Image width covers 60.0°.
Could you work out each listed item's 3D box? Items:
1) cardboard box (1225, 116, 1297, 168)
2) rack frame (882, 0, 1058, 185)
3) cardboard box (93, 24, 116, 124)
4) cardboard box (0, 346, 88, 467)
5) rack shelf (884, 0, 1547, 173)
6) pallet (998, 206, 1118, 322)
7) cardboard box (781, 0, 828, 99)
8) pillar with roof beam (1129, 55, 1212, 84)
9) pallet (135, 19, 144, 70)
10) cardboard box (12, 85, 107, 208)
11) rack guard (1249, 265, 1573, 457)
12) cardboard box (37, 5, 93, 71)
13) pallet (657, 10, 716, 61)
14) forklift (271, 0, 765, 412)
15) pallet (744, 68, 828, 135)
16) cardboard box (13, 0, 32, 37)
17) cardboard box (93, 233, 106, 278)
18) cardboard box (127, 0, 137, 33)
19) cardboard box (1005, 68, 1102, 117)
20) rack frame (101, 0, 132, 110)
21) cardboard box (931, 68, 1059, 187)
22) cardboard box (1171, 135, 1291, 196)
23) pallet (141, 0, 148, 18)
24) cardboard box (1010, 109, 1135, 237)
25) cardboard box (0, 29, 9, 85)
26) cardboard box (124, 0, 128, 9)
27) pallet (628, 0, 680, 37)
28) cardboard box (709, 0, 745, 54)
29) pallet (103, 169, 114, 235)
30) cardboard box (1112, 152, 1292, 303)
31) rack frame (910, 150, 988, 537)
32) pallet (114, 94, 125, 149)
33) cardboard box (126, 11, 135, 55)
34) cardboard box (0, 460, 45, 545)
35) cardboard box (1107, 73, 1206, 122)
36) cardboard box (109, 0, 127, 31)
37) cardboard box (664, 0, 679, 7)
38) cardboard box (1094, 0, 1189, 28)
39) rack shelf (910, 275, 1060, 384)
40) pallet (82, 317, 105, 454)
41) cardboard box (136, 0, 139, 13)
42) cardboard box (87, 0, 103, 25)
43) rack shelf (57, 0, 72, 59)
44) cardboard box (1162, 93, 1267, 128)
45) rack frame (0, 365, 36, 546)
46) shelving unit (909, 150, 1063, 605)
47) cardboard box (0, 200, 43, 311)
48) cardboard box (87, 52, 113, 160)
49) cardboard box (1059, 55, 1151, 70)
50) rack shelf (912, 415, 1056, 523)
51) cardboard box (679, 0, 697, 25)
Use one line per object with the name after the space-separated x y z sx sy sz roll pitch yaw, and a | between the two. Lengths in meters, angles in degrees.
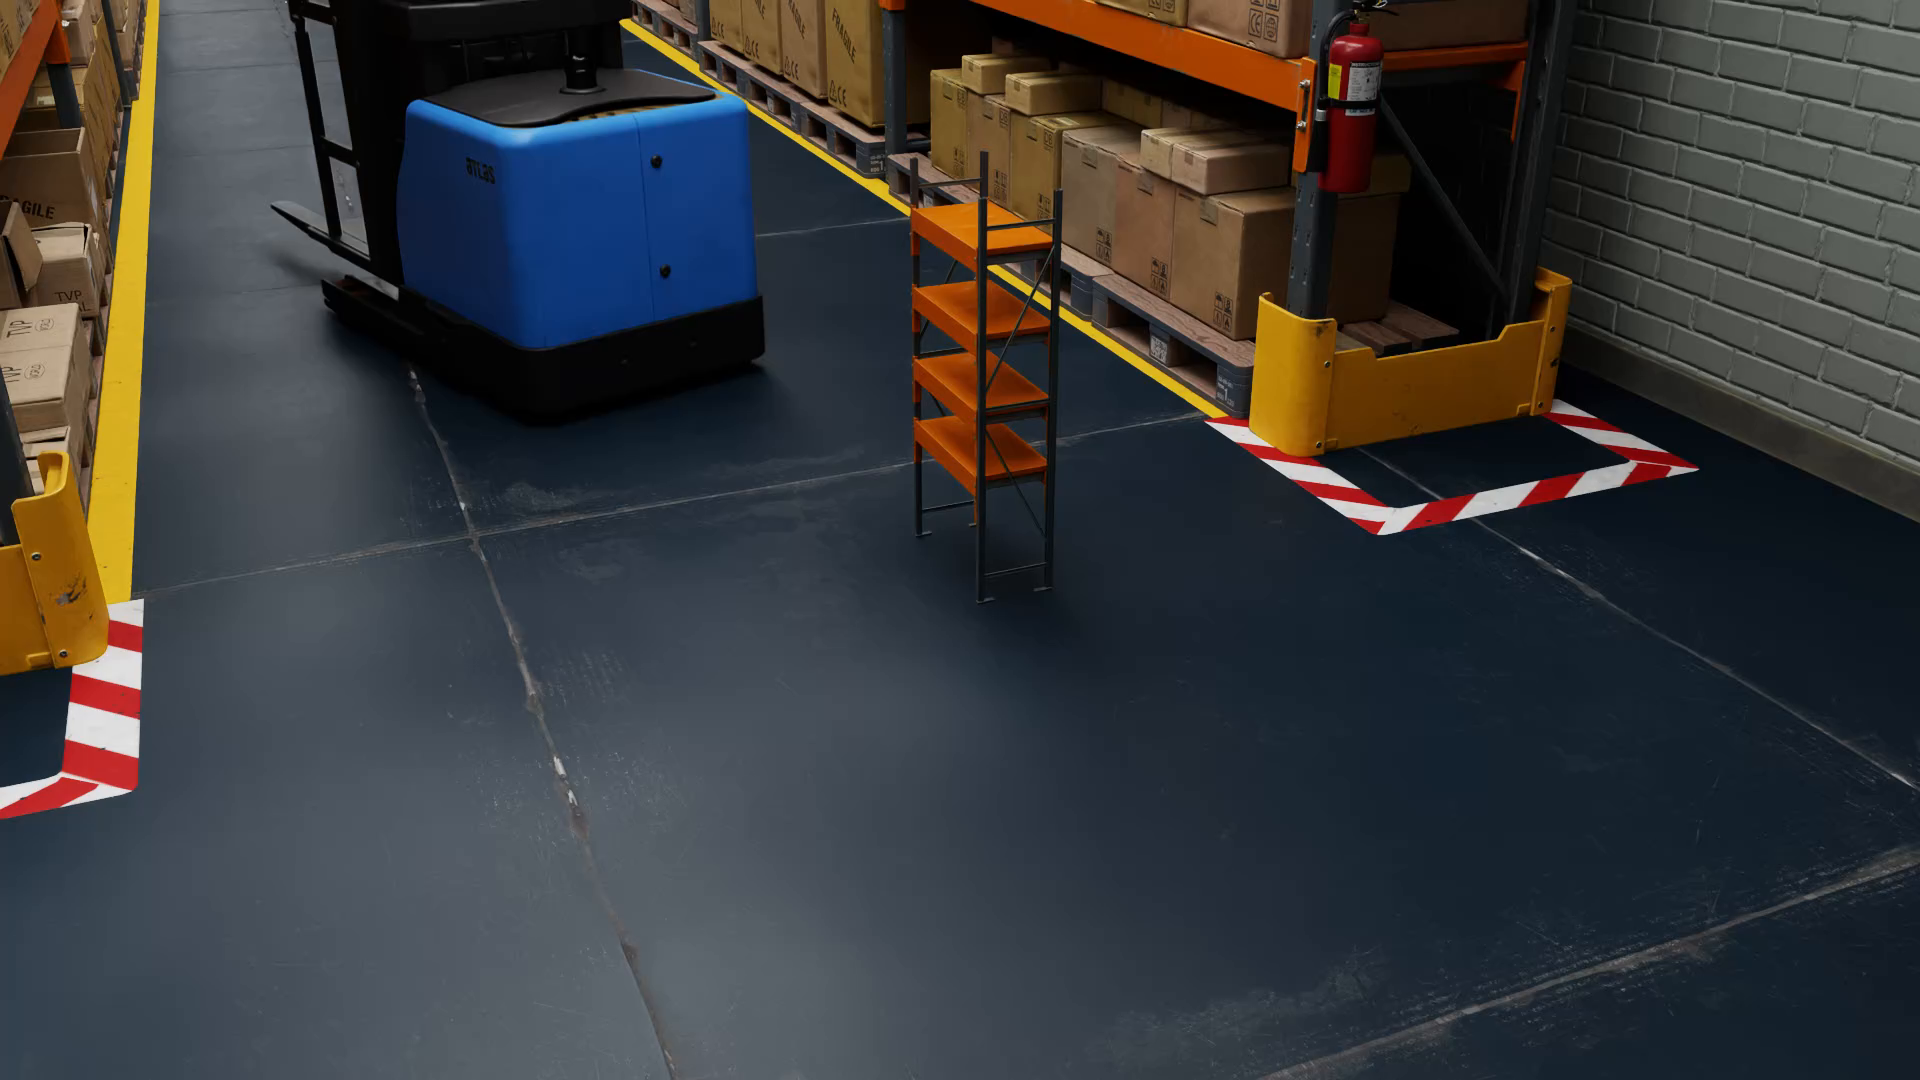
1.299 -1.619 6.779 0.380 0.149 0.250 -10 28 -20 | cardboard box
0.065 -3.424 8.843 1.000 3.000 0.127 -11 28 -21 | rack frame
-5.274 -2.714 9.738 0.500 0.500 0.500 -12 28 -22 | cardboard box
-3.073 -0.388 5.259 0.500 0.250 0.500 -11 28 -21 | cardboard box
0.848 -2.293 7.348 1.077 0.370 4.000 -11 28 -21 | rack shelf
0.772 -1.357 7.789 1.003 0.211 1.213 -11 28 -21 | pallet
-0.660 -3.245 10.448 0.750 0.750 0.750 -10 28 -19 | cardboard box
-2.826 -5.246 5.738 9.100 9.000 0.400 -11 28 -21 | pillar with roof beam
-6.819 -3.764 12.718 1.003 0.211 1.213 -11 28 -21 | pallet
-4.457 -1.883 8.035 0.500 0.500 0.500 -12 28 -23 | cardboard box
1.641 -0.676 6.065 1.175 0.500 0.348 -11 28 -21 | rack guard
-4.849 -2.623 8.697 0.500 0.250 0.500 -11 28 -20 | cardboard box
-1.806 -4.101 13.409 1.003 0.211 1.213 -11 28 -21 | pallet
-2.117 -2.349 6.720 1.130 2.935 3.031 -21 33 -36 | forklift
-0.788 -2.962 11.077 1.003 0.211 1.213 -11 28 -21 | pallet
-3.654 -2.043 5.902 0.500 0.500 0.500 -10 28 -19 | cardboard box
-3.806 -1.165 6.966 0.380 0.149 0.250 -11 28 -21 | cardboard box
-6.601 -4.020 12.719 0.500 0.250 0.500 -10 28 -20 | cardboard box
0.434 -2.081 7.724 0.380 0.149 0.250 -11 28 -22 | cardboard box
-6.058 -4.186 10.404 1.000 3.000 0.127 -11 28 -21 | rack frame
0.263 -2.170 8.645 0.700 0.500 0.500 -10 28 -20 | cardboard box
1.047 -1.452 6.436 0.380 0.149 0.250 -11 28 -21 | cardboard box
-7.898 -4.876 14.996 1.003 0.211 1.213 -11 28 -21 | pallet
0.656 -1.759 7.804 0.700 0.500 0.500 -10 28 -19 | cardboard box
-3.257 -1.636 5.068 0.500 0.500 0.500 -11 28 -21 | cardboard box
-6.404 -4.070 12.183 0.500 0.311 0.500 -11 28 -22 | cardboard box
-2.280 -4.593 14.416 1.003 0.211 1.213 -11 28 -21 | pallet
-1.335 -3.942 11.876 0.750 0.750 0.750 -11 28 -21 | cardboard box
-4.845 -1.640 8.368 1.003 0.211 1.213 -11 28 -21 | pallet
1.069 -1.342 6.950 0.700 0.500 0.500 -11 28 -21 | cardboard box
-0.031 -0.571 5.052 0.240 1.200 0.015 -11 28 -21 | rack frame
-5.801 -2.625 10.386 1.003 0.211 1.213 -11 28 -21 | pallet
-6.191 -3.604 11.867 0.500 0.250 0.500 -11 28 -22 | cardboard box
-2.773 -0.101 4.786 0.380 0.149 0.250 -11 28 -21 | cardboard box
0.901 -2.029 7.618 0.380 0.149 0.250 -11 28 -22 | cardboard box
-5.993 -3.653 11.329 0.500 0.311 0.500 -10 28 -19 | cardboard box
-2.147 -4.818 14.047 0.700 0.500 0.500 -11 28 -21 | cardboard box
1.127 -2.440 6.486 0.980 0.700 0.700 -11 28 -21 | cardboard box
0.065 -0.613 4.781 0.258 0.148 0.480 -11 28 -21 | rack shelf
-3.742 -0.547 6.130 1.003 0.211 1.213 -11 28 -21 | pallet
-6.999 -4.432 13.563 0.500 0.250 0.500 -11 28 -21 | cardboard box
-5.450 -3.238 9.956 0.500 0.250 0.500 -9 28 -19 | cardboard box
-5.275 -3.055 8.909 1.077 0.370 4.000 -11 28 -21 | rack shelf
1.101 -1.823 7.196 0.380 0.149 0.250 -10 28 -20 | cardboard box
-2.925 -0.956 3.790 1.000 3.000 0.127 -11 28 -21 | rack frame
0.065 -0.472 4.850 0.258 1.200 0.503 -11 28 -21 | shelving unit
-3.751 -0.889 5.997 0.797 0.503 0.637 -11 28 -21 | cardboard box
-4.865 -2.299 8.888 0.500 0.500 0.500 -10 28 -20 | cardboard box
0.701 -2.235 8.040 0.380 0.149 0.250 -12 28 -22 | cardboard box
0.065 -0.233 4.967 0.258 0.148 0.480 -11 28 -21 | rack shelf
-1.832 -4.395 13.180 0.700 0.500 0.500 -10 28 -20 | cardboard box
